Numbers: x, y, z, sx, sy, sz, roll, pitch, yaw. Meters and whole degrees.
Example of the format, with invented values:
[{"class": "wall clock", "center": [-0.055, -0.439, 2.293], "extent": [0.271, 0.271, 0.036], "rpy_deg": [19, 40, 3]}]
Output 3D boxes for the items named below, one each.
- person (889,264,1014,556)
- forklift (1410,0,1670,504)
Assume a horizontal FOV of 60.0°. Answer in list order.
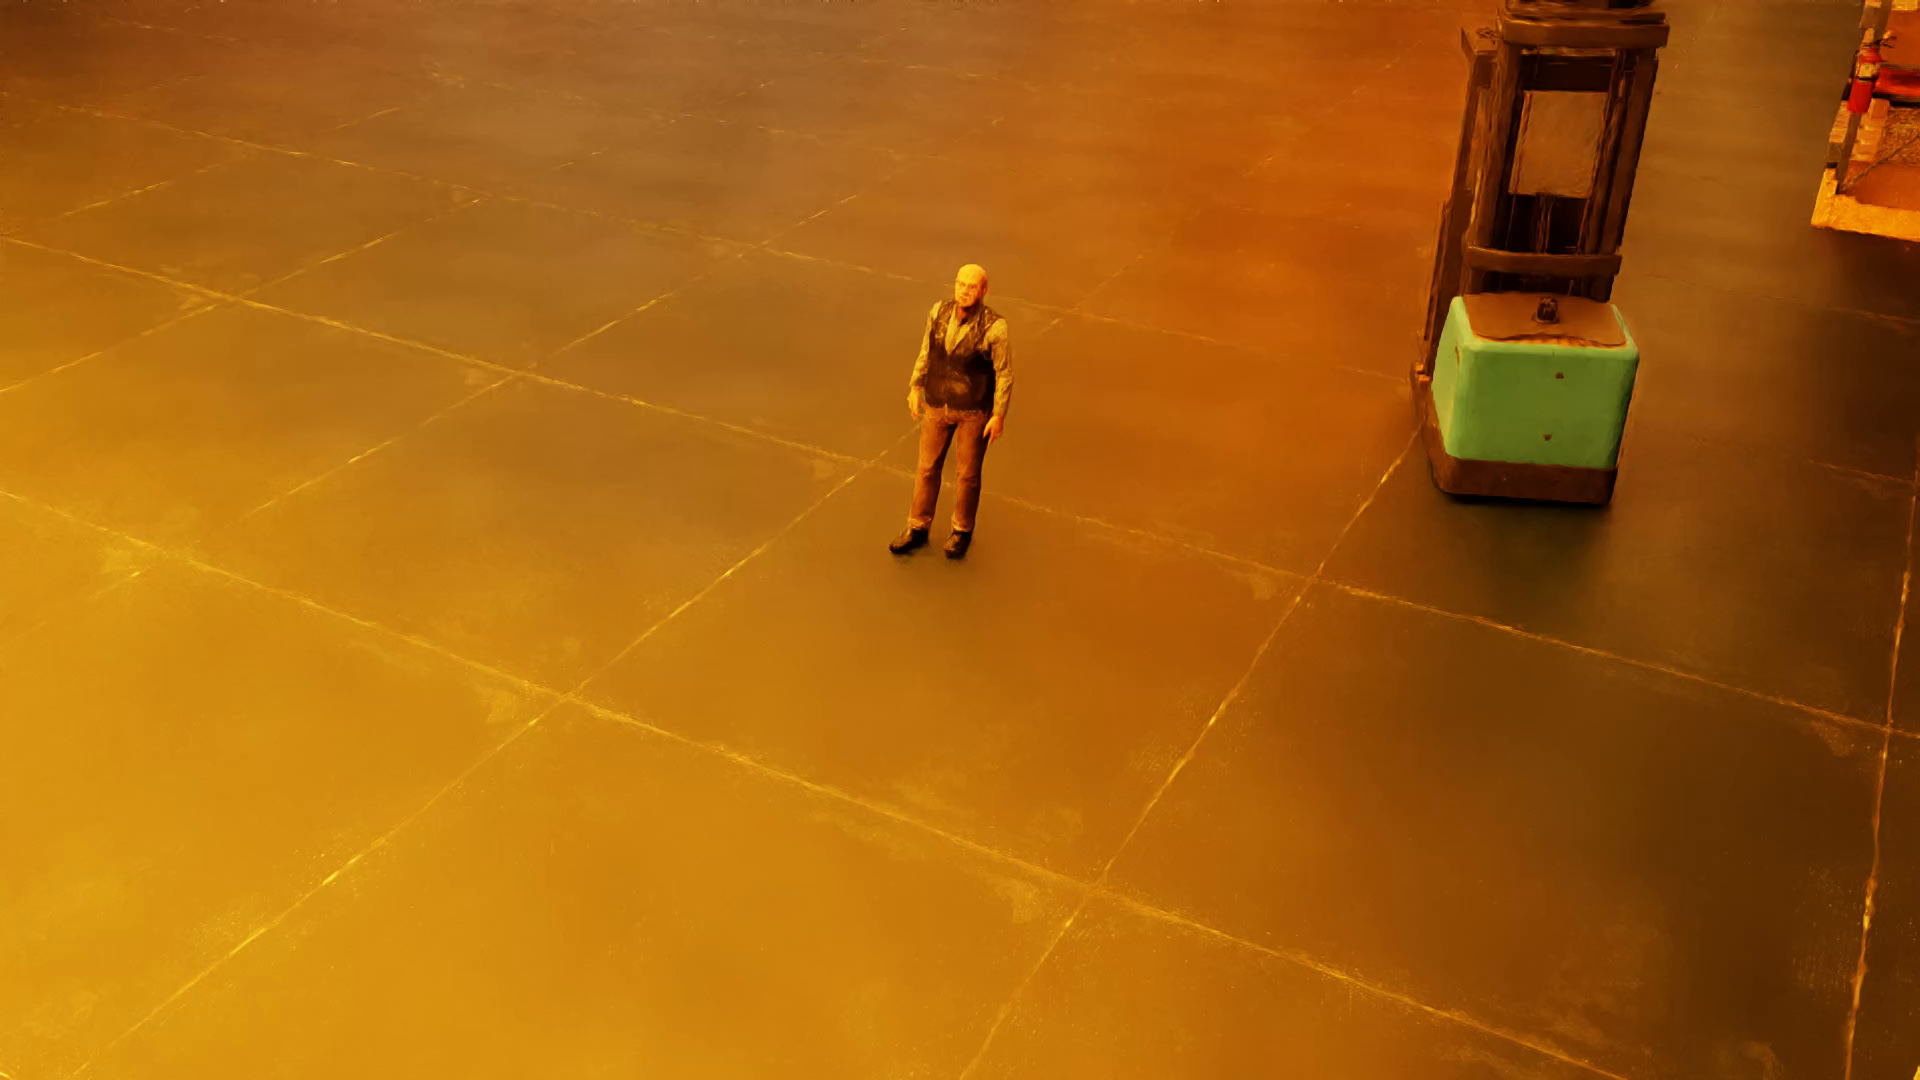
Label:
[{"class": "person", "center": [-0.037, -0.726, 9.525], "extent": [0.632, 1.720, 0.567], "rpy_deg": [15, 33, 25]}, {"class": "forklift", "center": [3.741, -2.210, 10.900], "extent": [1.130, 2.935, 3.031], "rpy_deg": [4, 30, 8]}]
